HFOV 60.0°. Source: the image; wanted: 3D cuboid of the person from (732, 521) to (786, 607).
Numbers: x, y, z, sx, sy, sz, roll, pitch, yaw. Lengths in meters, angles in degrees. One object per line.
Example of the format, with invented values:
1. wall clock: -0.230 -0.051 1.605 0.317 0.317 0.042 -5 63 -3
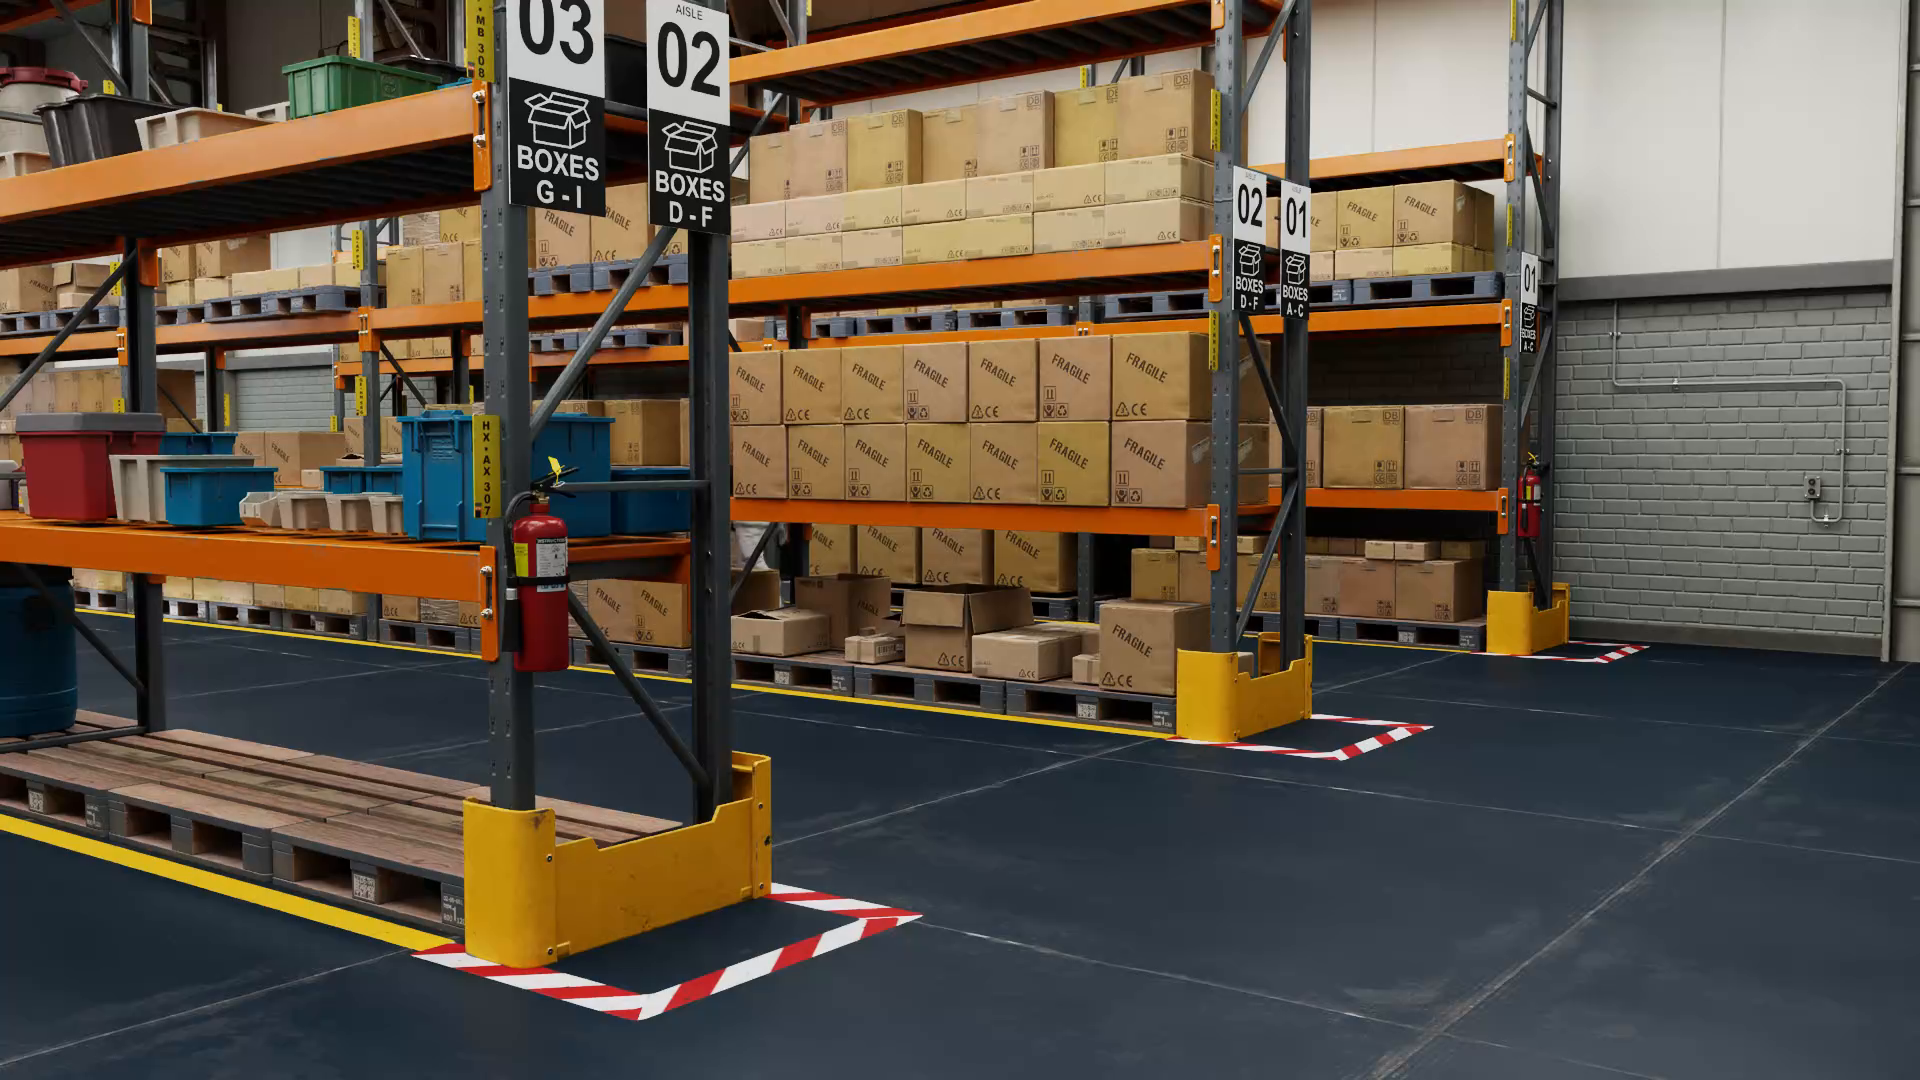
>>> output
1. person: -2.087 -0.147 16.278 1.082 1.730 0.583 2 4 38
